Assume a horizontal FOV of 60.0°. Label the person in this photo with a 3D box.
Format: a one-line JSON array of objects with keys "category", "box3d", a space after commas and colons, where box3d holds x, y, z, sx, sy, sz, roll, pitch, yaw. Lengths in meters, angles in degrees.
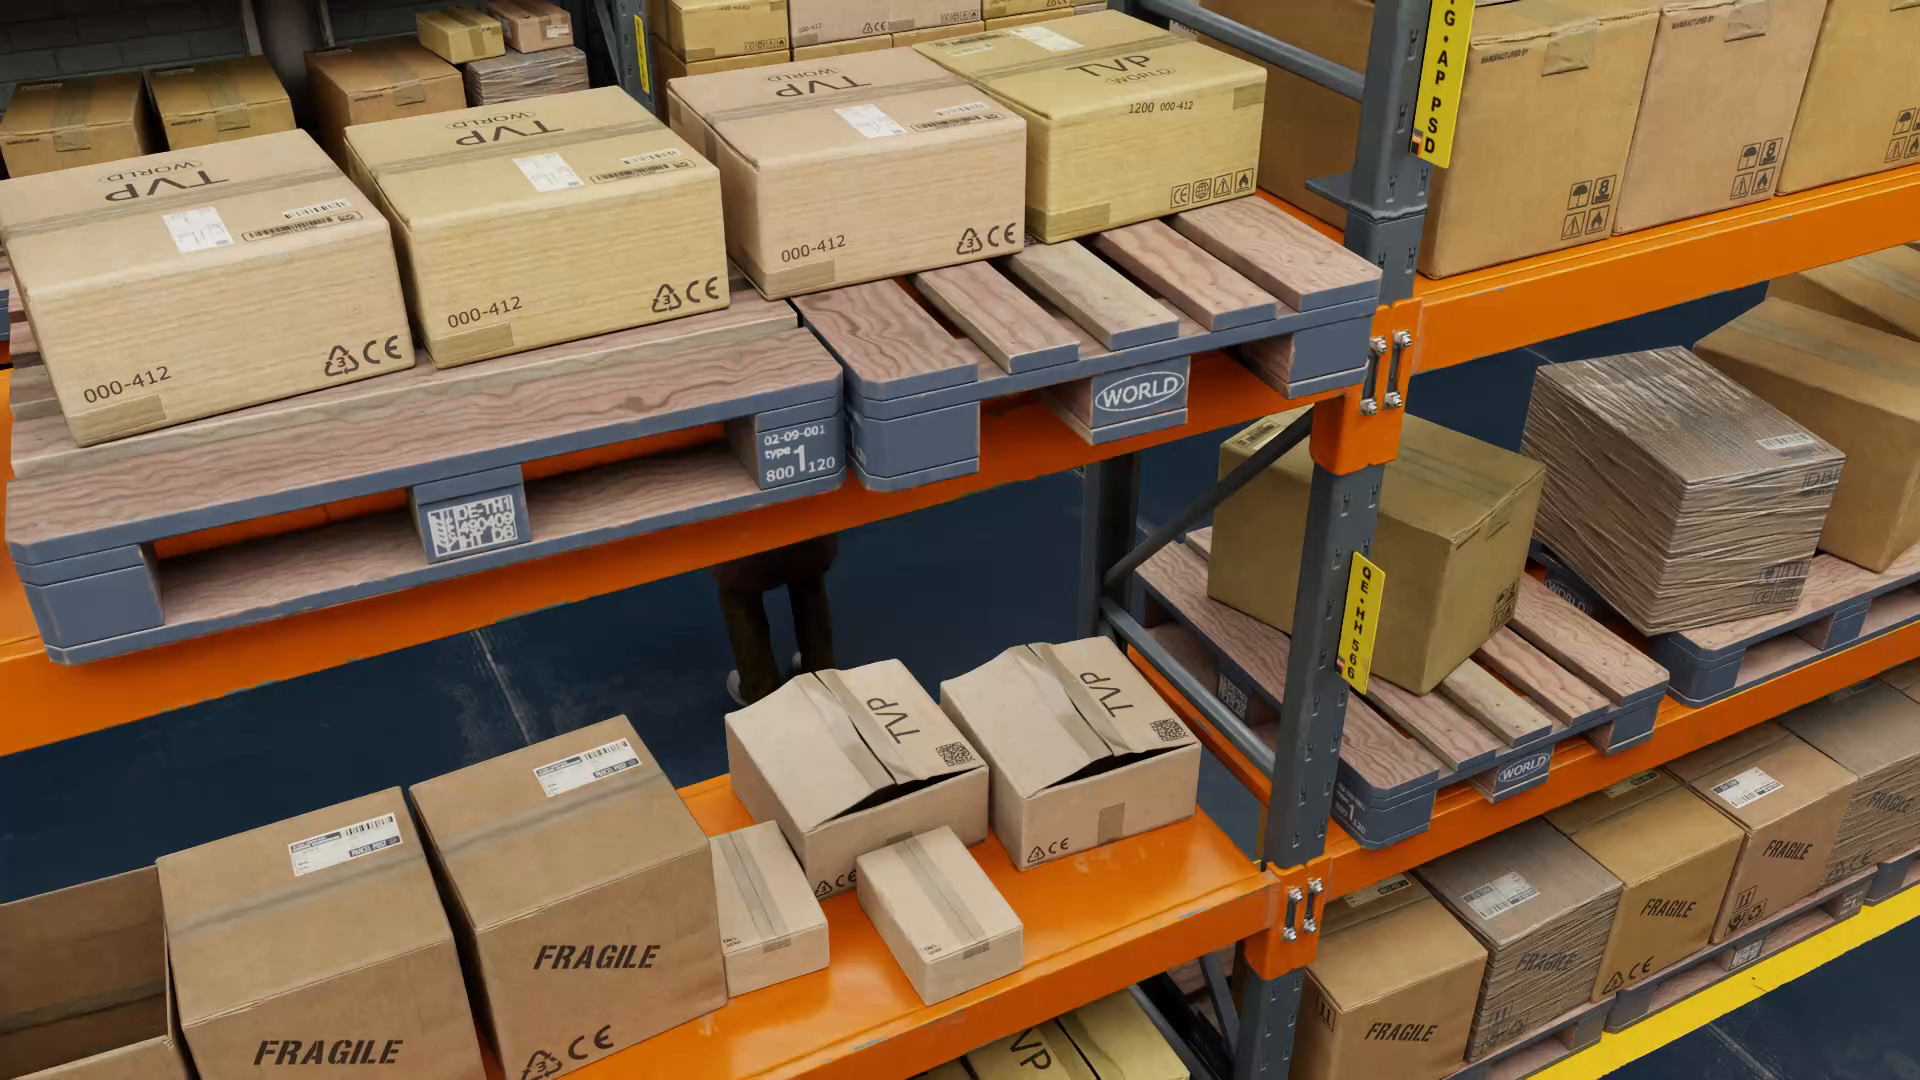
[{"category": "person", "box3d": [-0.777, -0.111, 6.467, 0.544, 1.632, 0.697, -17, 36, -24]}]
